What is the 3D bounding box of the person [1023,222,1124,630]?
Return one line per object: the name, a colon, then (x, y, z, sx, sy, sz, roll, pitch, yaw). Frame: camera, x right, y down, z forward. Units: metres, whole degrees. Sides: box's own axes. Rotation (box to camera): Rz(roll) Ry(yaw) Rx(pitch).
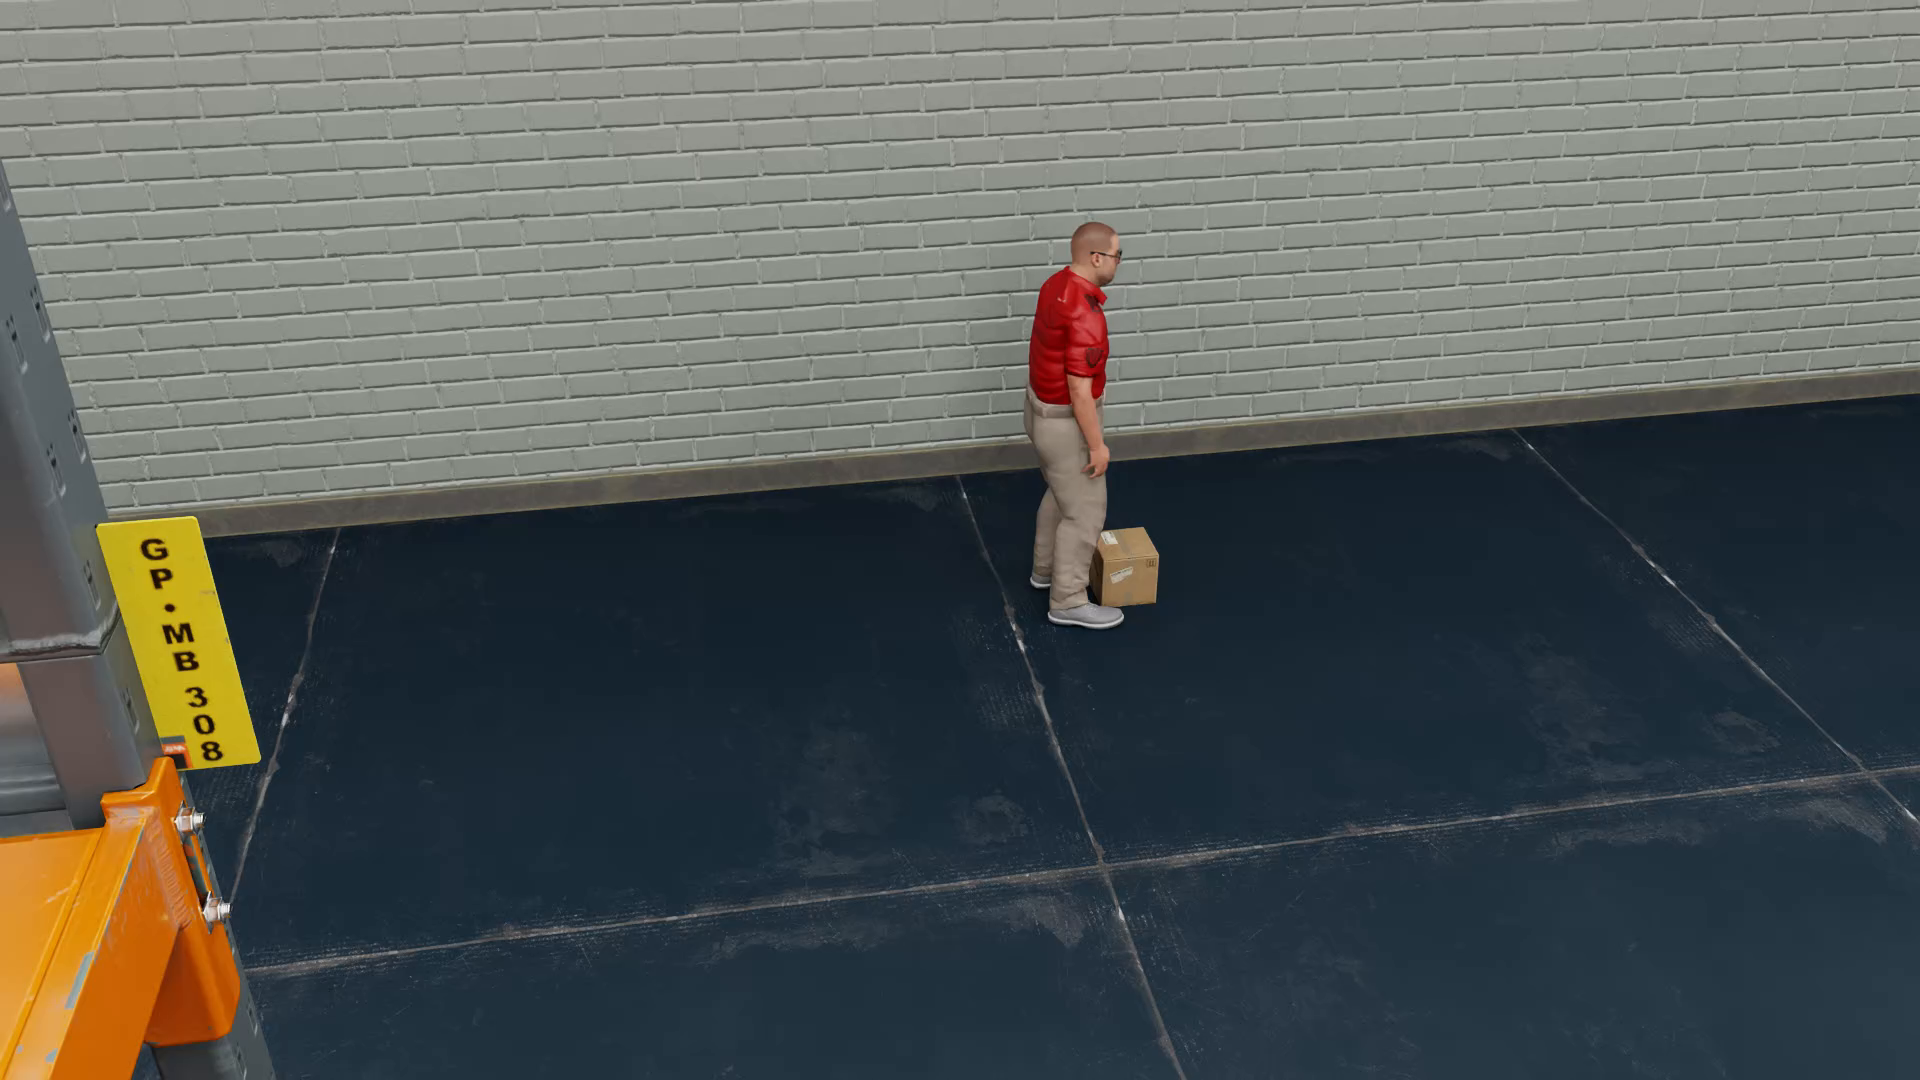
person: (0.475, -0.491, 6.978, 0.386, 1.726, 0.594, -6, 31, -10)
